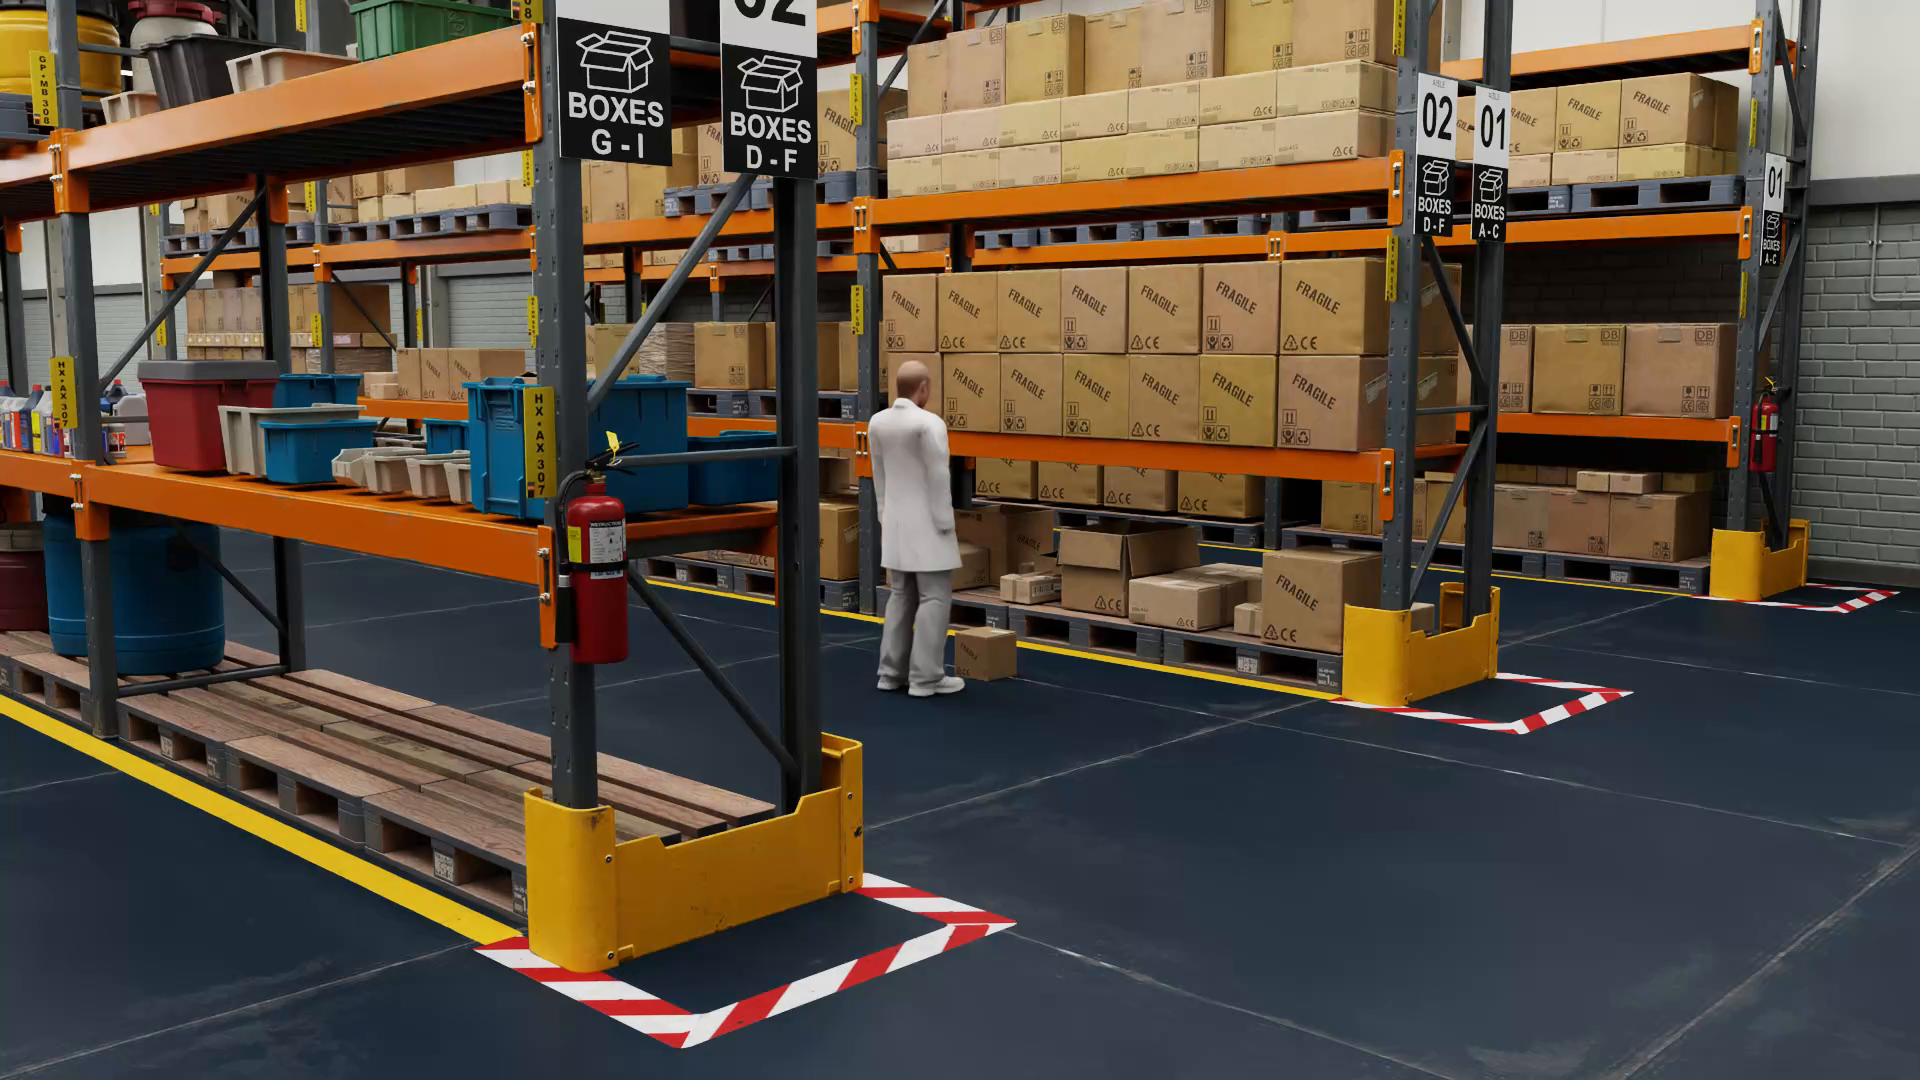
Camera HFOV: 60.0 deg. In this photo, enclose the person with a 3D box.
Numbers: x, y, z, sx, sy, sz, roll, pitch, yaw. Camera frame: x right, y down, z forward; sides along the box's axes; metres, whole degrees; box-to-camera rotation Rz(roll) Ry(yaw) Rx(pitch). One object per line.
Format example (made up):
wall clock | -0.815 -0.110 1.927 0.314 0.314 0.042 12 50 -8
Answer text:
person | -0.238 -0.069 8.919 0.562 1.774 0.377 7 10 44
